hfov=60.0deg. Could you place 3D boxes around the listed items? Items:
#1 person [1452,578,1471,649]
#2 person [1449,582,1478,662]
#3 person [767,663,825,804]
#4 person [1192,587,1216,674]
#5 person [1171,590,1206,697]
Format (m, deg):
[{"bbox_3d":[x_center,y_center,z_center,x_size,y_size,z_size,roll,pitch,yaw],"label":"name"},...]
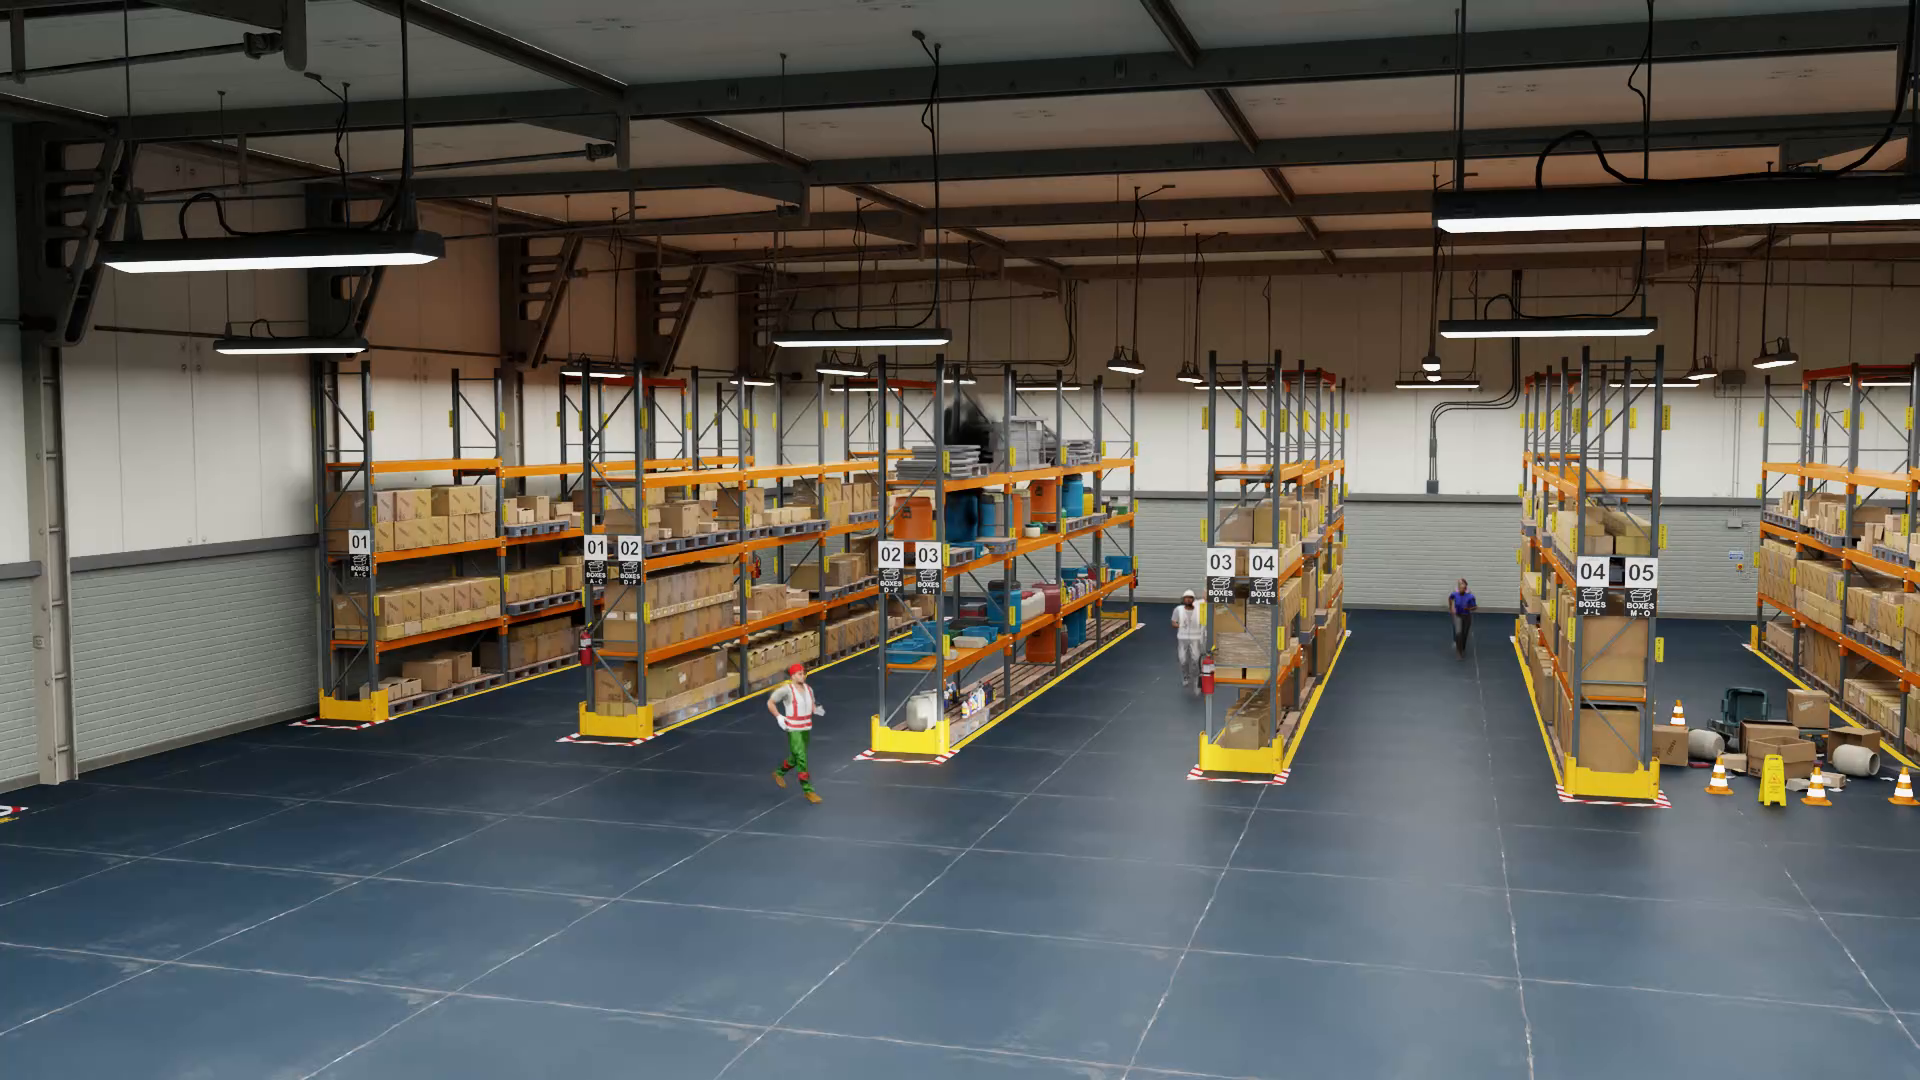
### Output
[{"bbox_3d":[10.929,1.622,36.260,0.538,1.557,0.630,2,4,23],"label":"person"},{"bbox_3d":[10.582,1.742,35.012,0.577,1.591,0.956,1,4,15],"label":"person"},{"bbox_3d":[-2.157,2.523,22.011,0.993,1.797,0.654,3,5,40],"label":"person"},{"bbox_3d":[4.816,1.857,32.344,0.689,1.741,0.799,1,4,15],"label":"person"},{"bbox_3d":[4.071,1.820,29.450,0.667,1.871,0.741,1,4,12],"label":"person"}]
